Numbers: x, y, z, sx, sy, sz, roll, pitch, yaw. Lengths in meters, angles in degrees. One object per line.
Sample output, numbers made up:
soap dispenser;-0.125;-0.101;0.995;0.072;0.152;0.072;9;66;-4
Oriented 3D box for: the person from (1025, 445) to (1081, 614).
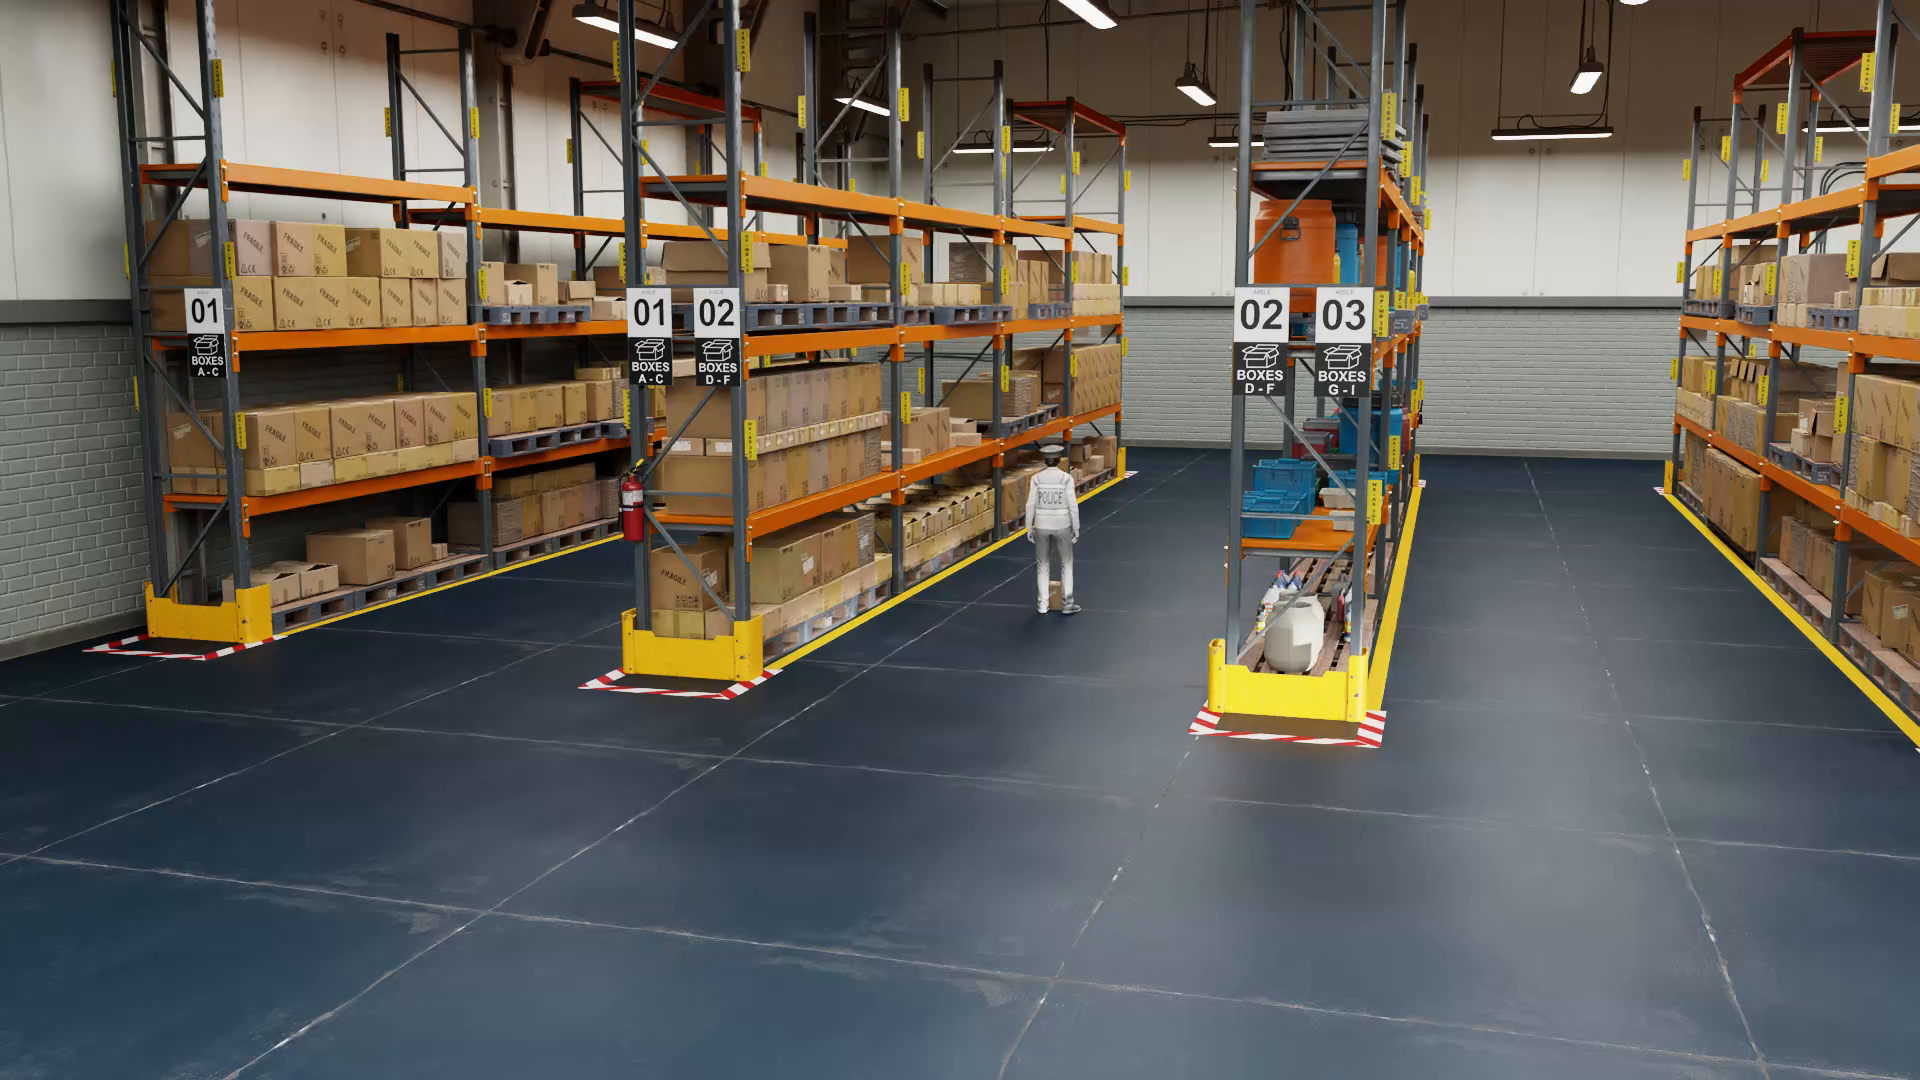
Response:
person;0.922;-0.103;16.510;0.547;1.666;0.370;2;9;13
